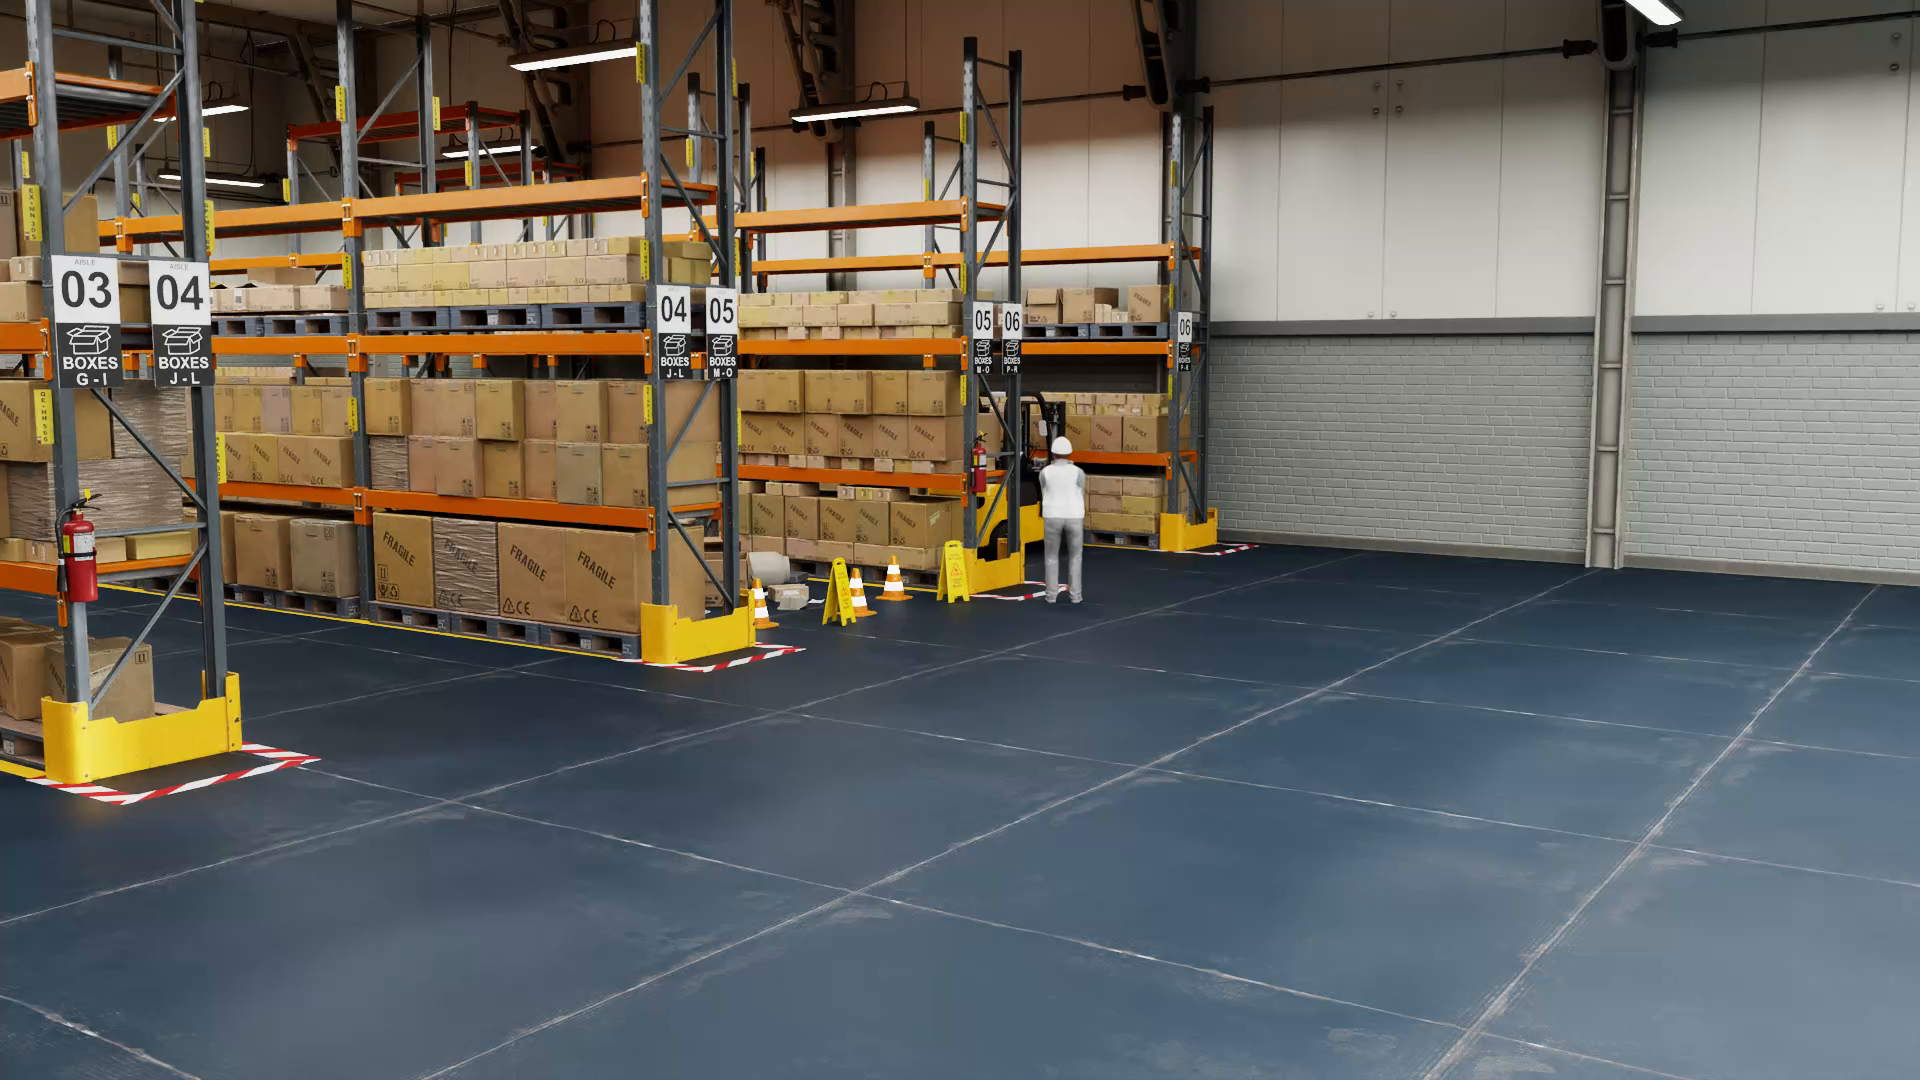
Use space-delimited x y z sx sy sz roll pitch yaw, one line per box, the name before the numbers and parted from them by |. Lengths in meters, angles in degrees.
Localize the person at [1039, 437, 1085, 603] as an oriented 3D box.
person | 1.092 -0.227 17.748 0.495 1.768 0.554 1 6 7
